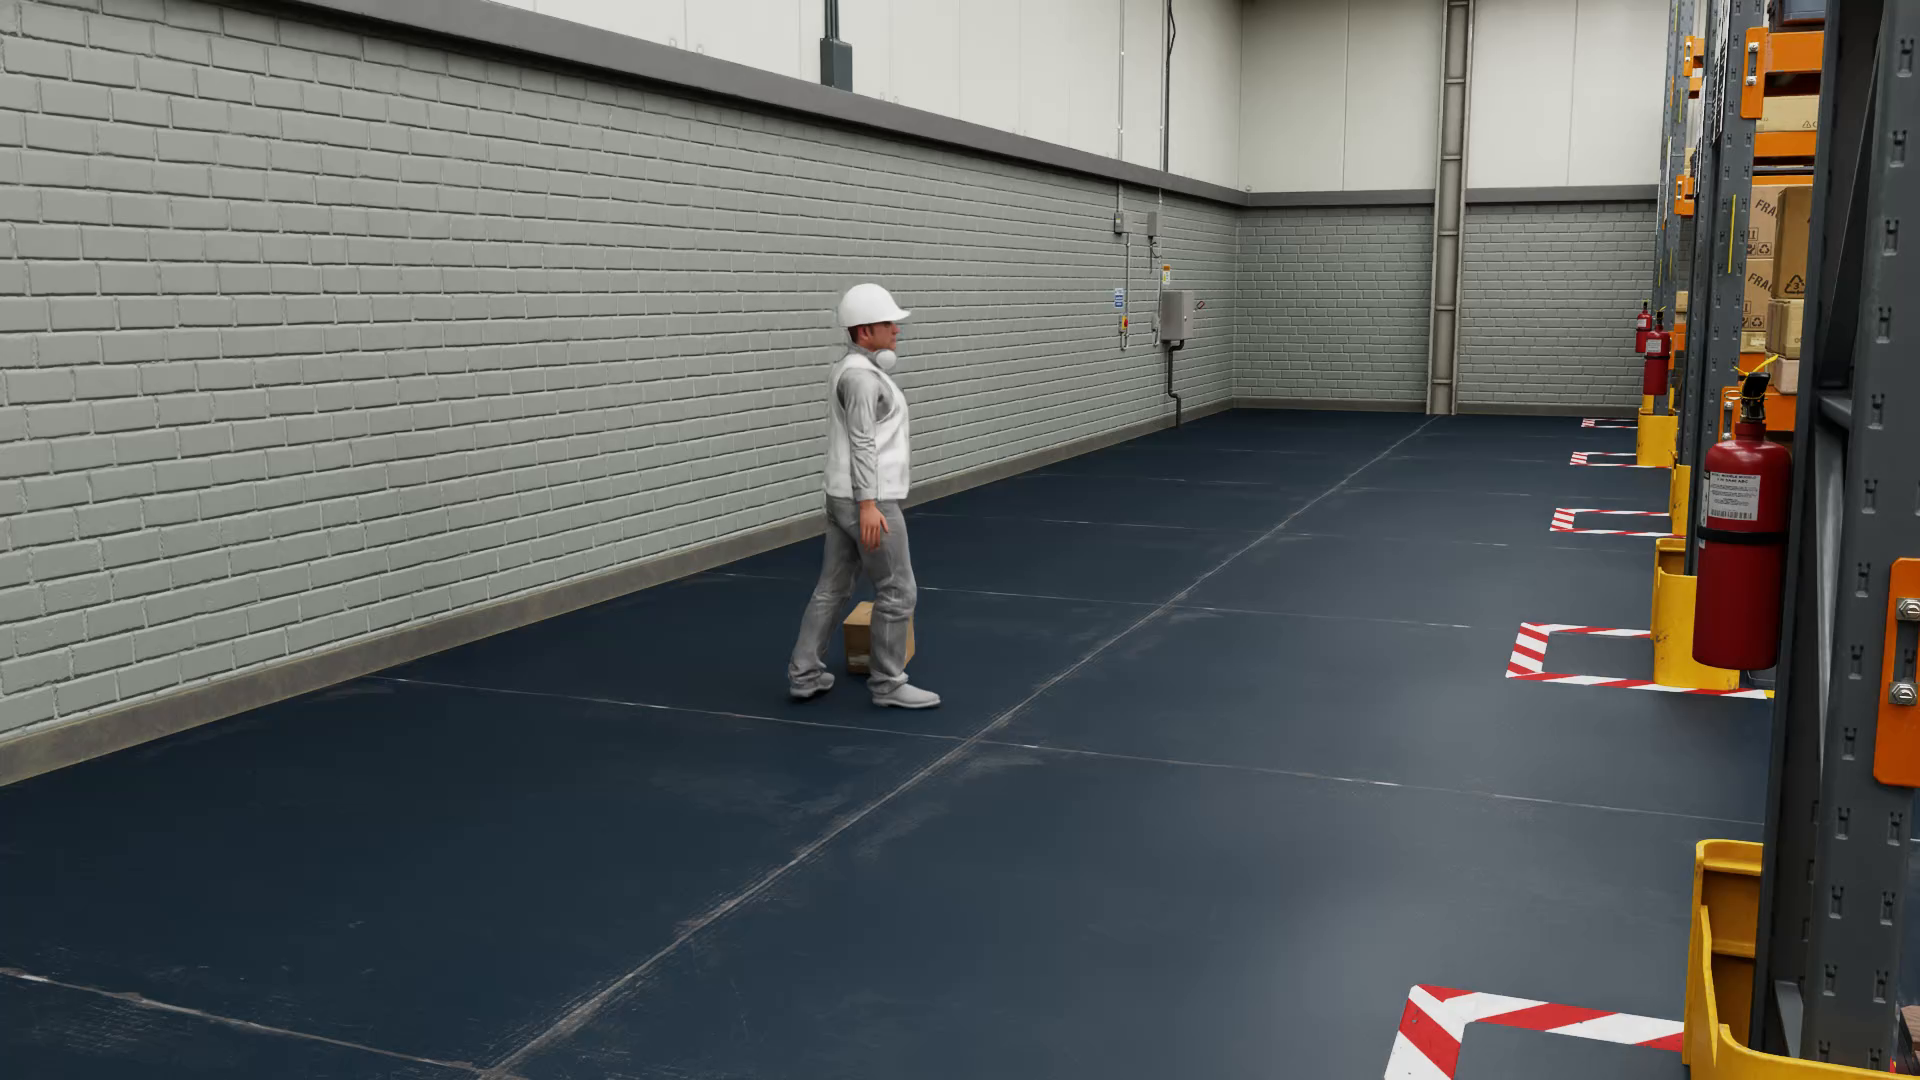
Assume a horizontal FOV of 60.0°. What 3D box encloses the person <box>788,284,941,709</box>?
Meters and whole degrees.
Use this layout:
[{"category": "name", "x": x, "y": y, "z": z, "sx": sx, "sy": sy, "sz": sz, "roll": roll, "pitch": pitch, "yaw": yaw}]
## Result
[{"category": "person", "x": -0.412, "y": -0.176, "z": 6.939, "sx": 0.618, "sy": 1.766, "sz": 0.614, "roll": -2, "pitch": 9, "yaw": -12}]
